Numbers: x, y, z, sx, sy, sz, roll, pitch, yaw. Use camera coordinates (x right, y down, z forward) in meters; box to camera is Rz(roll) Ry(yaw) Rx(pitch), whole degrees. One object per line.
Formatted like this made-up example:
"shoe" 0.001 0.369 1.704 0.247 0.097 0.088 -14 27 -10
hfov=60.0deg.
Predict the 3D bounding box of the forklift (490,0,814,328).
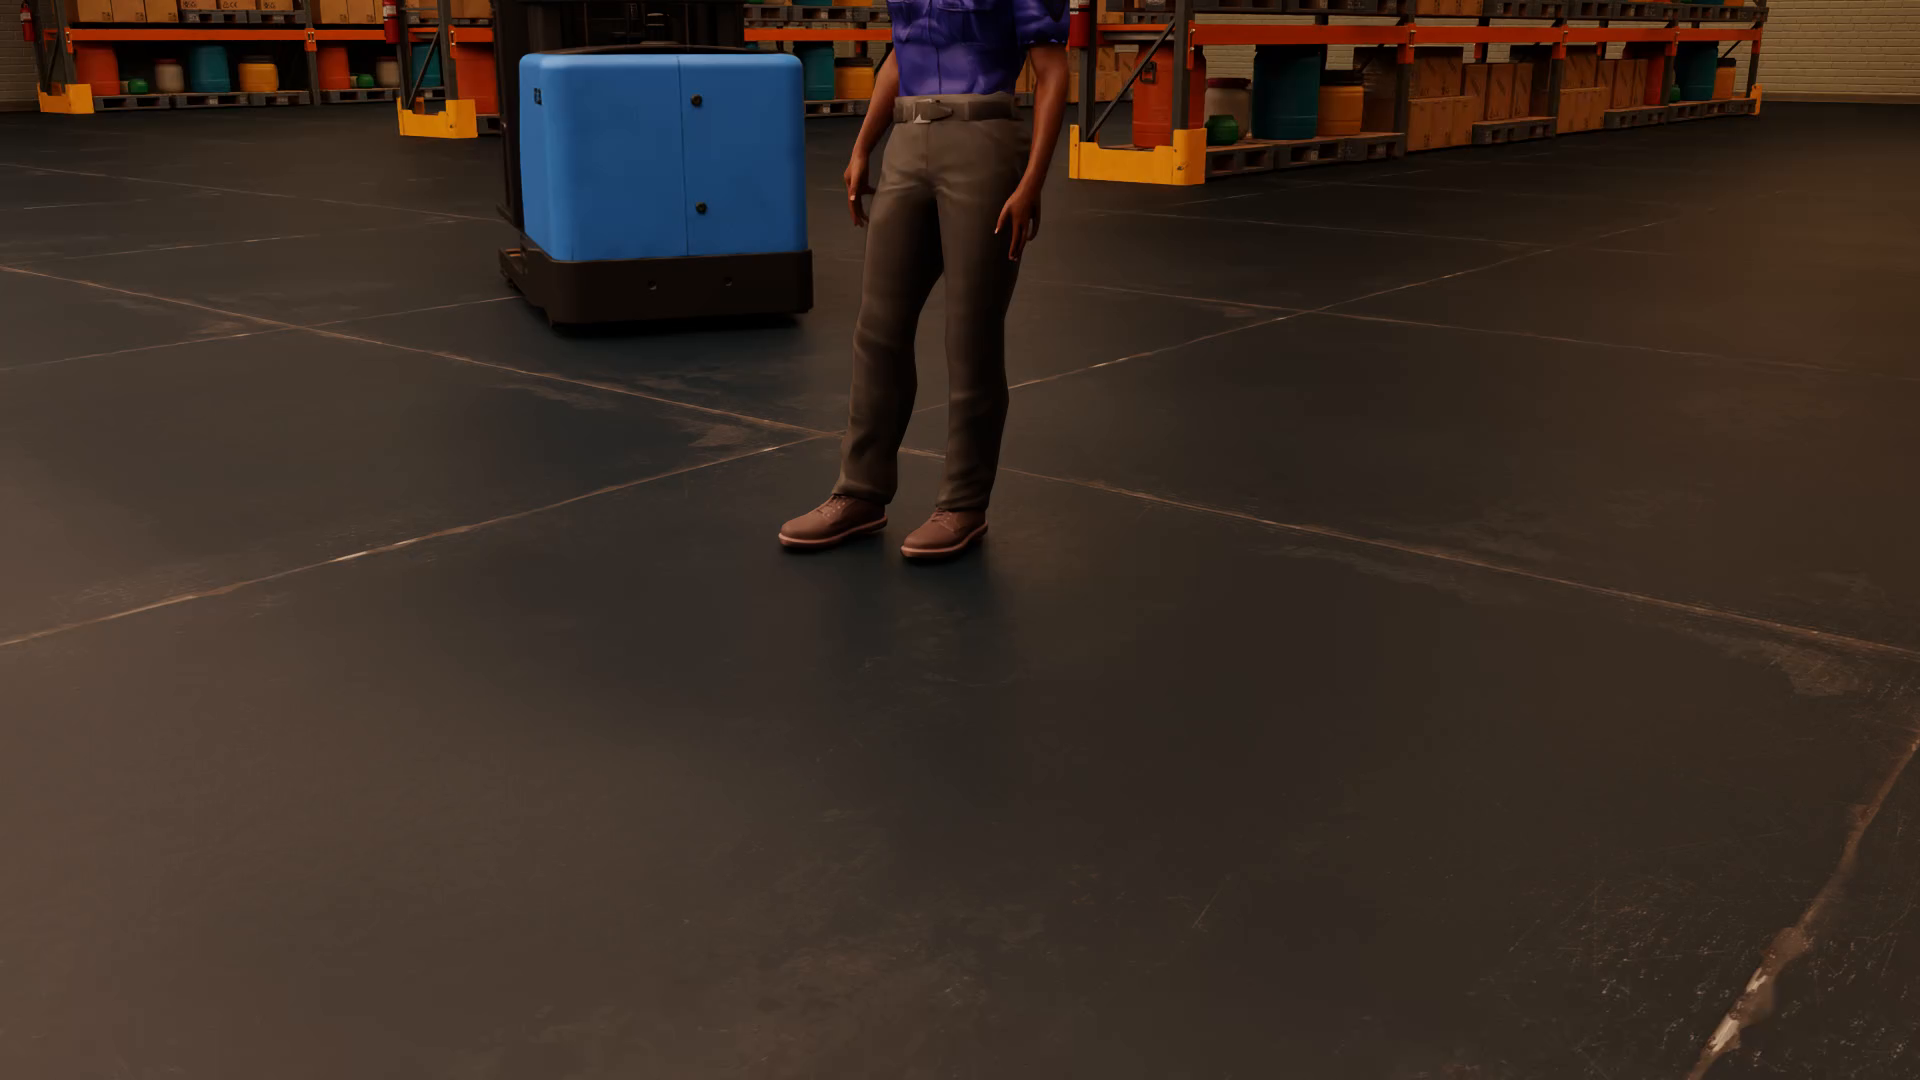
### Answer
"forklift" -1.593 -2.631 7.561 1.130 2.935 3.031 -6 18 -20

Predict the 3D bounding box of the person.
"person" -0.071 -0.782 3.647 0.569 1.654 0.504 13 21 37
